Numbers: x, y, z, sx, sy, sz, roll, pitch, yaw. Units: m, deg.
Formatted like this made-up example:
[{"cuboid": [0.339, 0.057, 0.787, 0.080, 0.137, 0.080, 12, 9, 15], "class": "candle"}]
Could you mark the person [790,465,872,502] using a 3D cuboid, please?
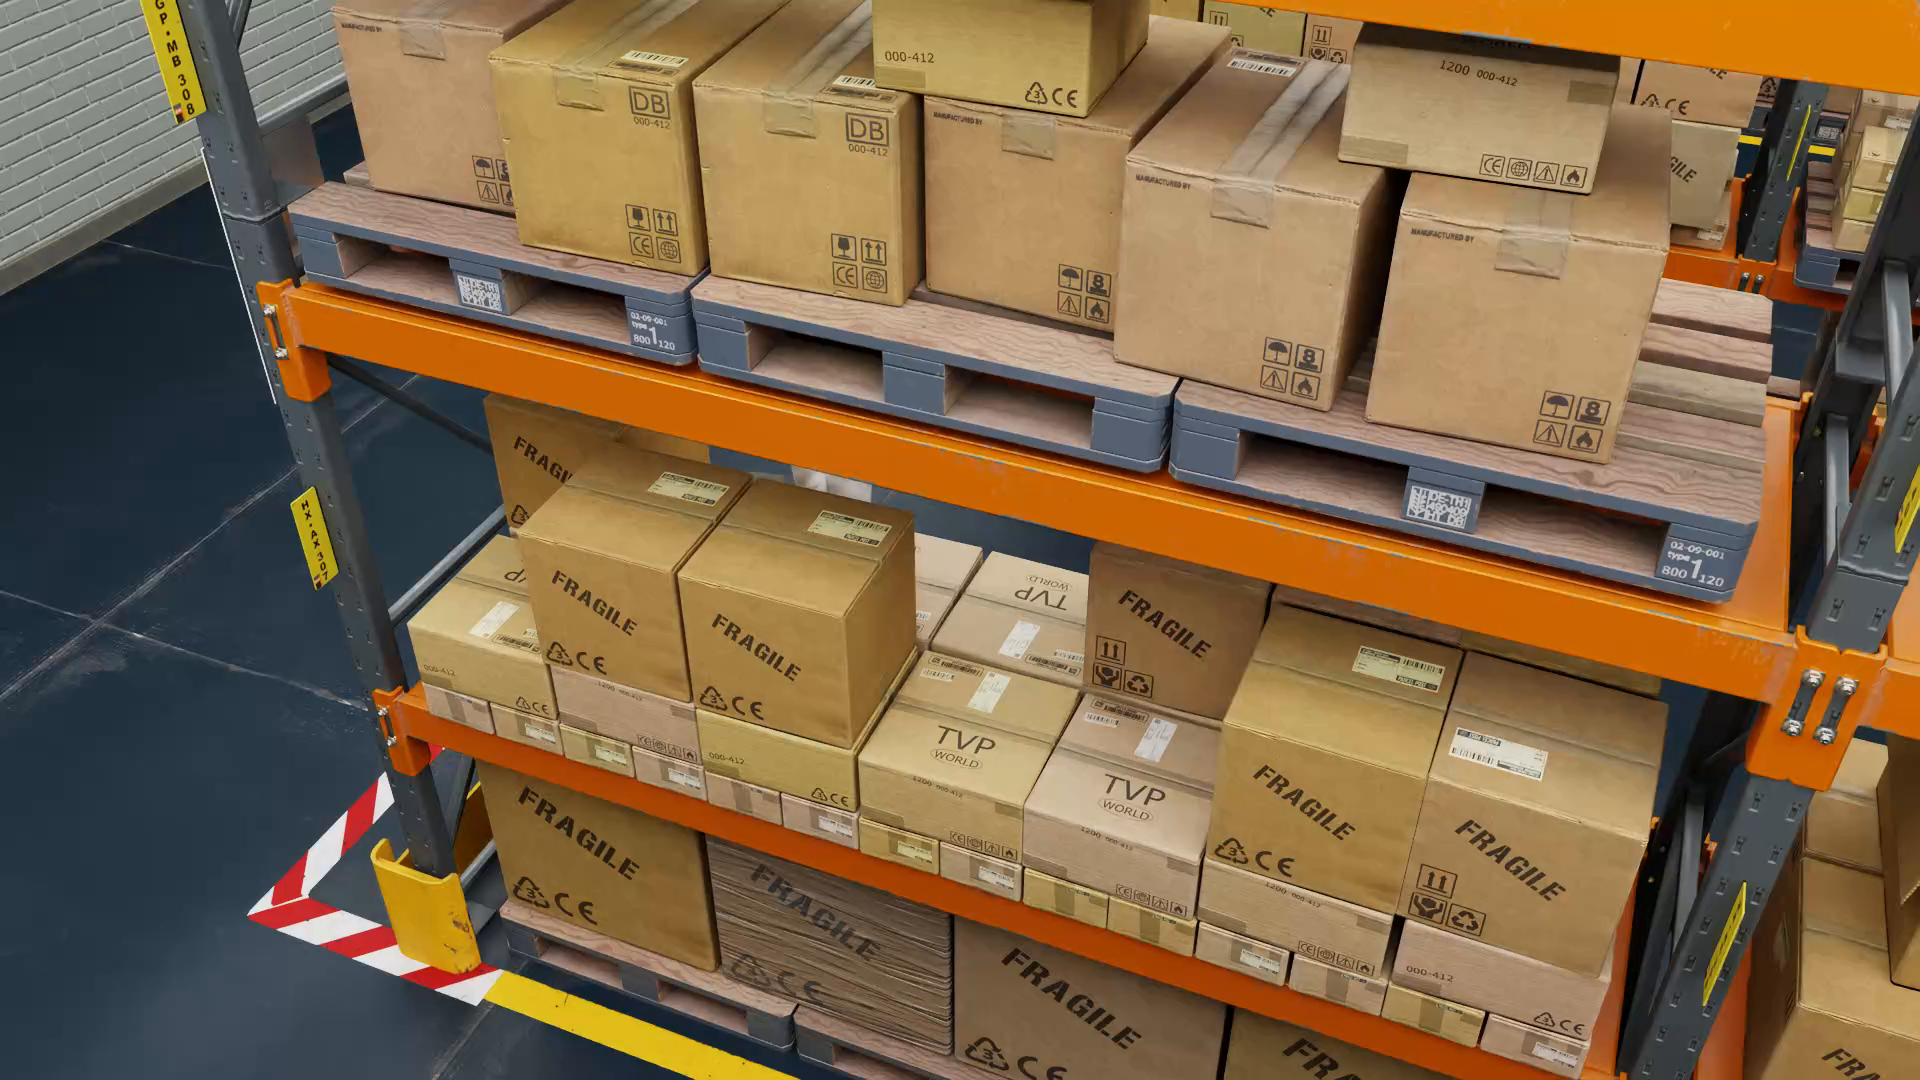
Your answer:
[{"cuboid": [-0.587, -0.063, 7.069, 0.433, 1.590, 0.649, 11, 38, 14], "class": "person"}]
